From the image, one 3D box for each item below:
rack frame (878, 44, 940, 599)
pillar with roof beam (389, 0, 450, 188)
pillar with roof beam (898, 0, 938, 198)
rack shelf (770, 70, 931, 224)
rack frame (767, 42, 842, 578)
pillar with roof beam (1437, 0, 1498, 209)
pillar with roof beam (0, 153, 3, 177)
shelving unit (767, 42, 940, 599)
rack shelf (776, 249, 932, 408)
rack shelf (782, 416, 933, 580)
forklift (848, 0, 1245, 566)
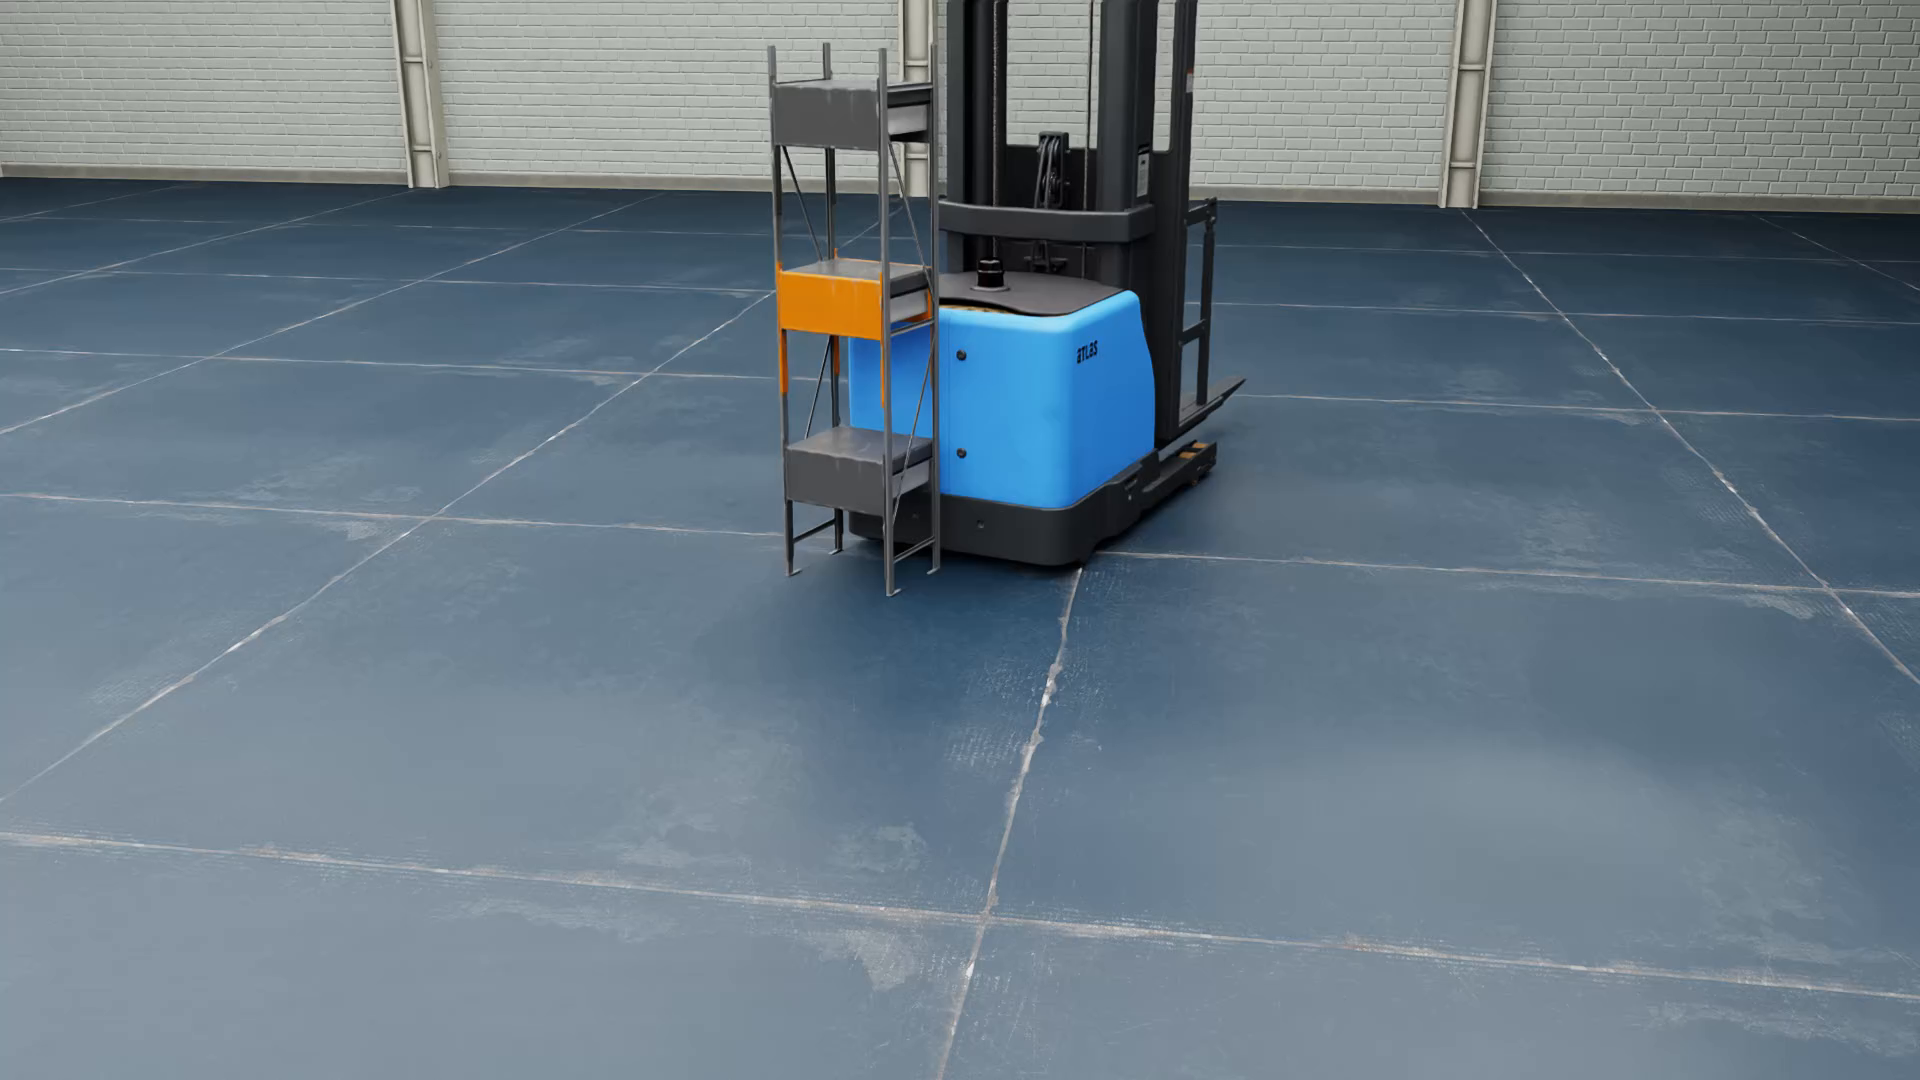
[{"bbox_3d":[-0.188,-0.819,6.441,0.015,2.100,0.400,10,21,28],"label":"rack frame"},{"bbox_3d":[-7.076,-7.183,14.587,0.400,9.000,9.100,3,19,9],"label":"pillar with roof beam"},{"bbox_3d":[-1.152,-6.881,13.685,0.400,9.000,9.100,3,19,9],"label":"pillar with roof beam"},{"bbox_3d":[-0.400,-1.508,6.337,0.480,0.518,0.431,10,21,28],"label":"rack shelf"},{"bbox_3d":[-0.612,-0.895,6.670,0.015,2.100,0.400,10,21,28],"label":"rack frame"},{"bbox_3d":[4.773,-6.579,12.782,0.400,9.000,9.100,3,19,9],"label":"pillar with roof beam"},{"bbox_3d":[-13.000,-7.485,15.490,0.400,9.000,9.100,3,19,9],"label":"pillar with roof beam"},{"bbox_3d":[-0.400,-0.857,6.555,0.503,2.100,0.431,10,21,28],"label":"shelving unit"},{"bbox_3d":[-0.400,-0.844,6.560,0.480,0.518,0.431,10,21,28],"label":"rack shelf"},{"bbox_3d":[-0.400,-0.180,6.782,0.480,0.518,0.431,10,21,28],"label":"rack shelf"},{"bbox_3d":[0.625,-1.709,7.791,1.130,2.935,3.031,9,20,25],"label":"forklift"}]
